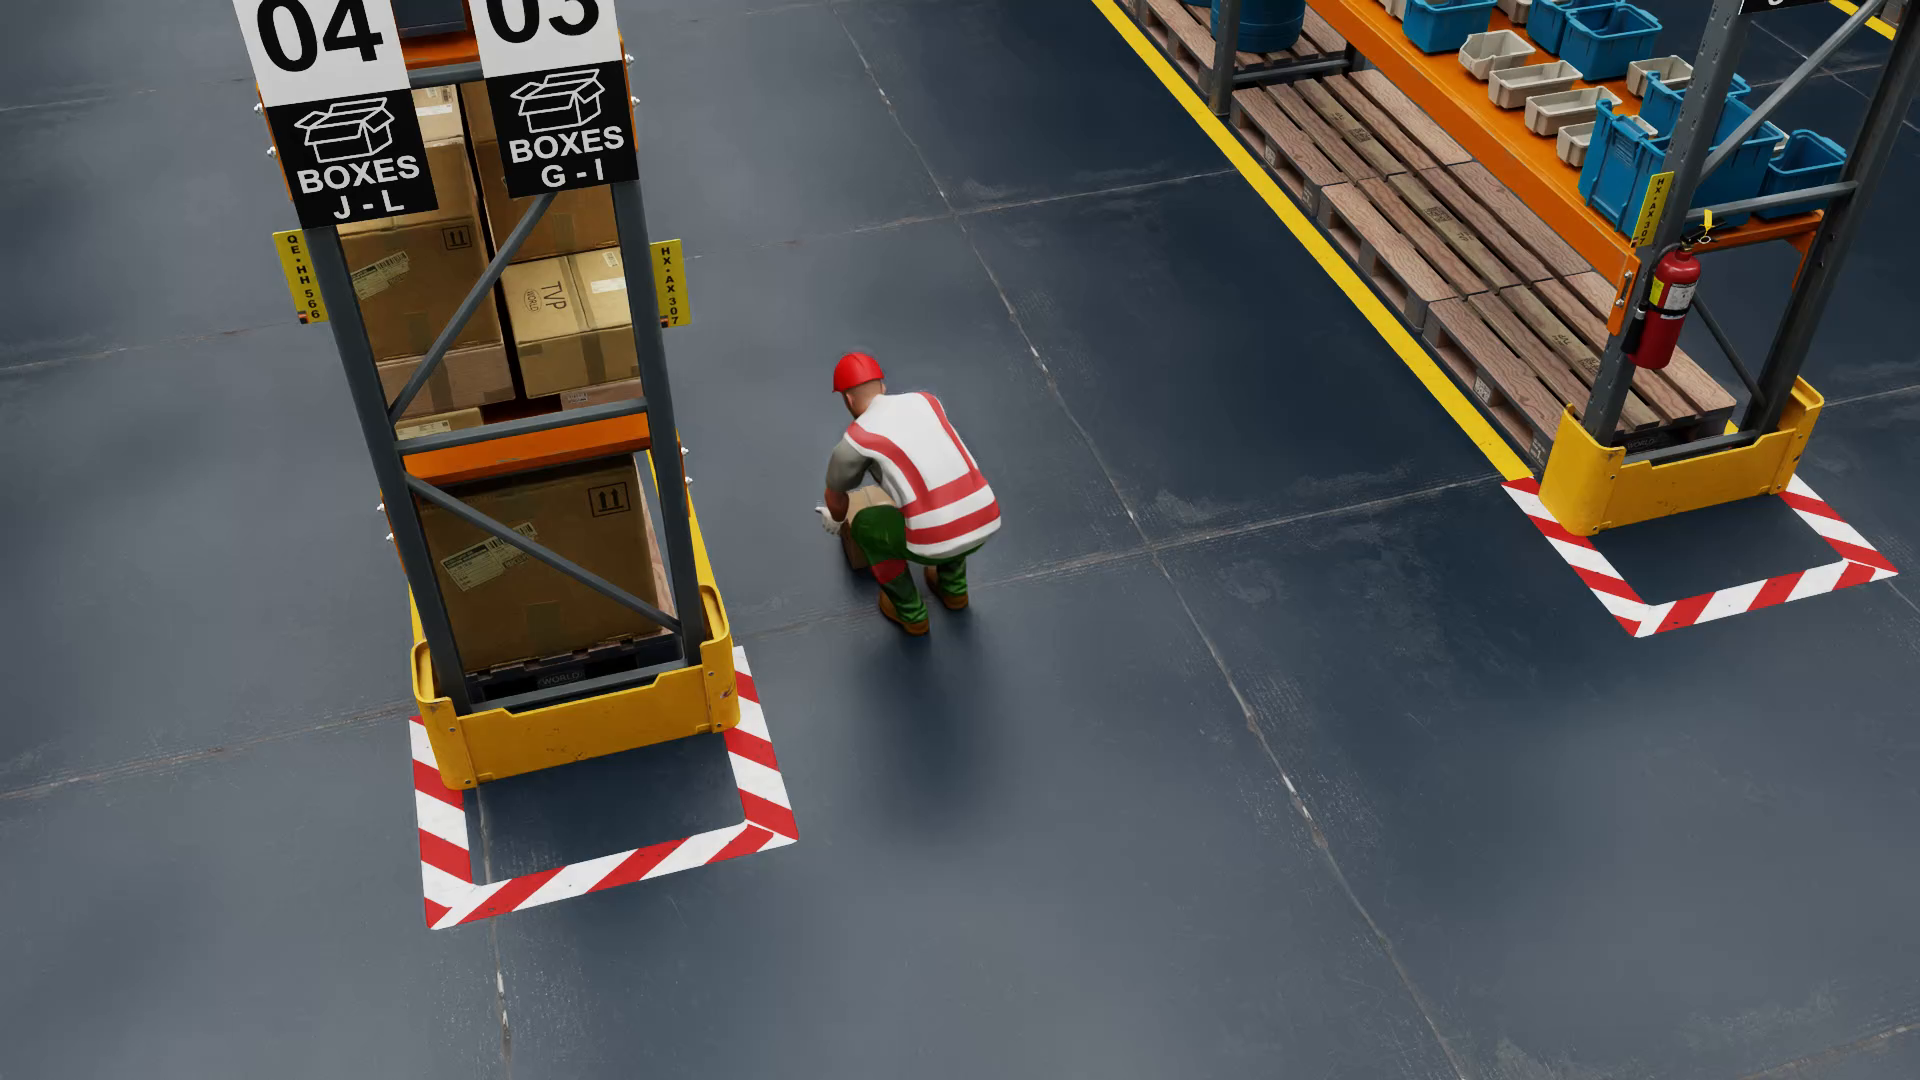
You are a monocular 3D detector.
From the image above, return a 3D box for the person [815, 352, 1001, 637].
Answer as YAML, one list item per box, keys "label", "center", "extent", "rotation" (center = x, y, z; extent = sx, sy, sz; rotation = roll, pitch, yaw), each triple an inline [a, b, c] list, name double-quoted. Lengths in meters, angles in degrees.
- label: "person"
  center: [-0.223, -0.161, 6.846]
  extent: [0.577, 1.091, 0.866]
  rotation: [-23, 47, -24]
